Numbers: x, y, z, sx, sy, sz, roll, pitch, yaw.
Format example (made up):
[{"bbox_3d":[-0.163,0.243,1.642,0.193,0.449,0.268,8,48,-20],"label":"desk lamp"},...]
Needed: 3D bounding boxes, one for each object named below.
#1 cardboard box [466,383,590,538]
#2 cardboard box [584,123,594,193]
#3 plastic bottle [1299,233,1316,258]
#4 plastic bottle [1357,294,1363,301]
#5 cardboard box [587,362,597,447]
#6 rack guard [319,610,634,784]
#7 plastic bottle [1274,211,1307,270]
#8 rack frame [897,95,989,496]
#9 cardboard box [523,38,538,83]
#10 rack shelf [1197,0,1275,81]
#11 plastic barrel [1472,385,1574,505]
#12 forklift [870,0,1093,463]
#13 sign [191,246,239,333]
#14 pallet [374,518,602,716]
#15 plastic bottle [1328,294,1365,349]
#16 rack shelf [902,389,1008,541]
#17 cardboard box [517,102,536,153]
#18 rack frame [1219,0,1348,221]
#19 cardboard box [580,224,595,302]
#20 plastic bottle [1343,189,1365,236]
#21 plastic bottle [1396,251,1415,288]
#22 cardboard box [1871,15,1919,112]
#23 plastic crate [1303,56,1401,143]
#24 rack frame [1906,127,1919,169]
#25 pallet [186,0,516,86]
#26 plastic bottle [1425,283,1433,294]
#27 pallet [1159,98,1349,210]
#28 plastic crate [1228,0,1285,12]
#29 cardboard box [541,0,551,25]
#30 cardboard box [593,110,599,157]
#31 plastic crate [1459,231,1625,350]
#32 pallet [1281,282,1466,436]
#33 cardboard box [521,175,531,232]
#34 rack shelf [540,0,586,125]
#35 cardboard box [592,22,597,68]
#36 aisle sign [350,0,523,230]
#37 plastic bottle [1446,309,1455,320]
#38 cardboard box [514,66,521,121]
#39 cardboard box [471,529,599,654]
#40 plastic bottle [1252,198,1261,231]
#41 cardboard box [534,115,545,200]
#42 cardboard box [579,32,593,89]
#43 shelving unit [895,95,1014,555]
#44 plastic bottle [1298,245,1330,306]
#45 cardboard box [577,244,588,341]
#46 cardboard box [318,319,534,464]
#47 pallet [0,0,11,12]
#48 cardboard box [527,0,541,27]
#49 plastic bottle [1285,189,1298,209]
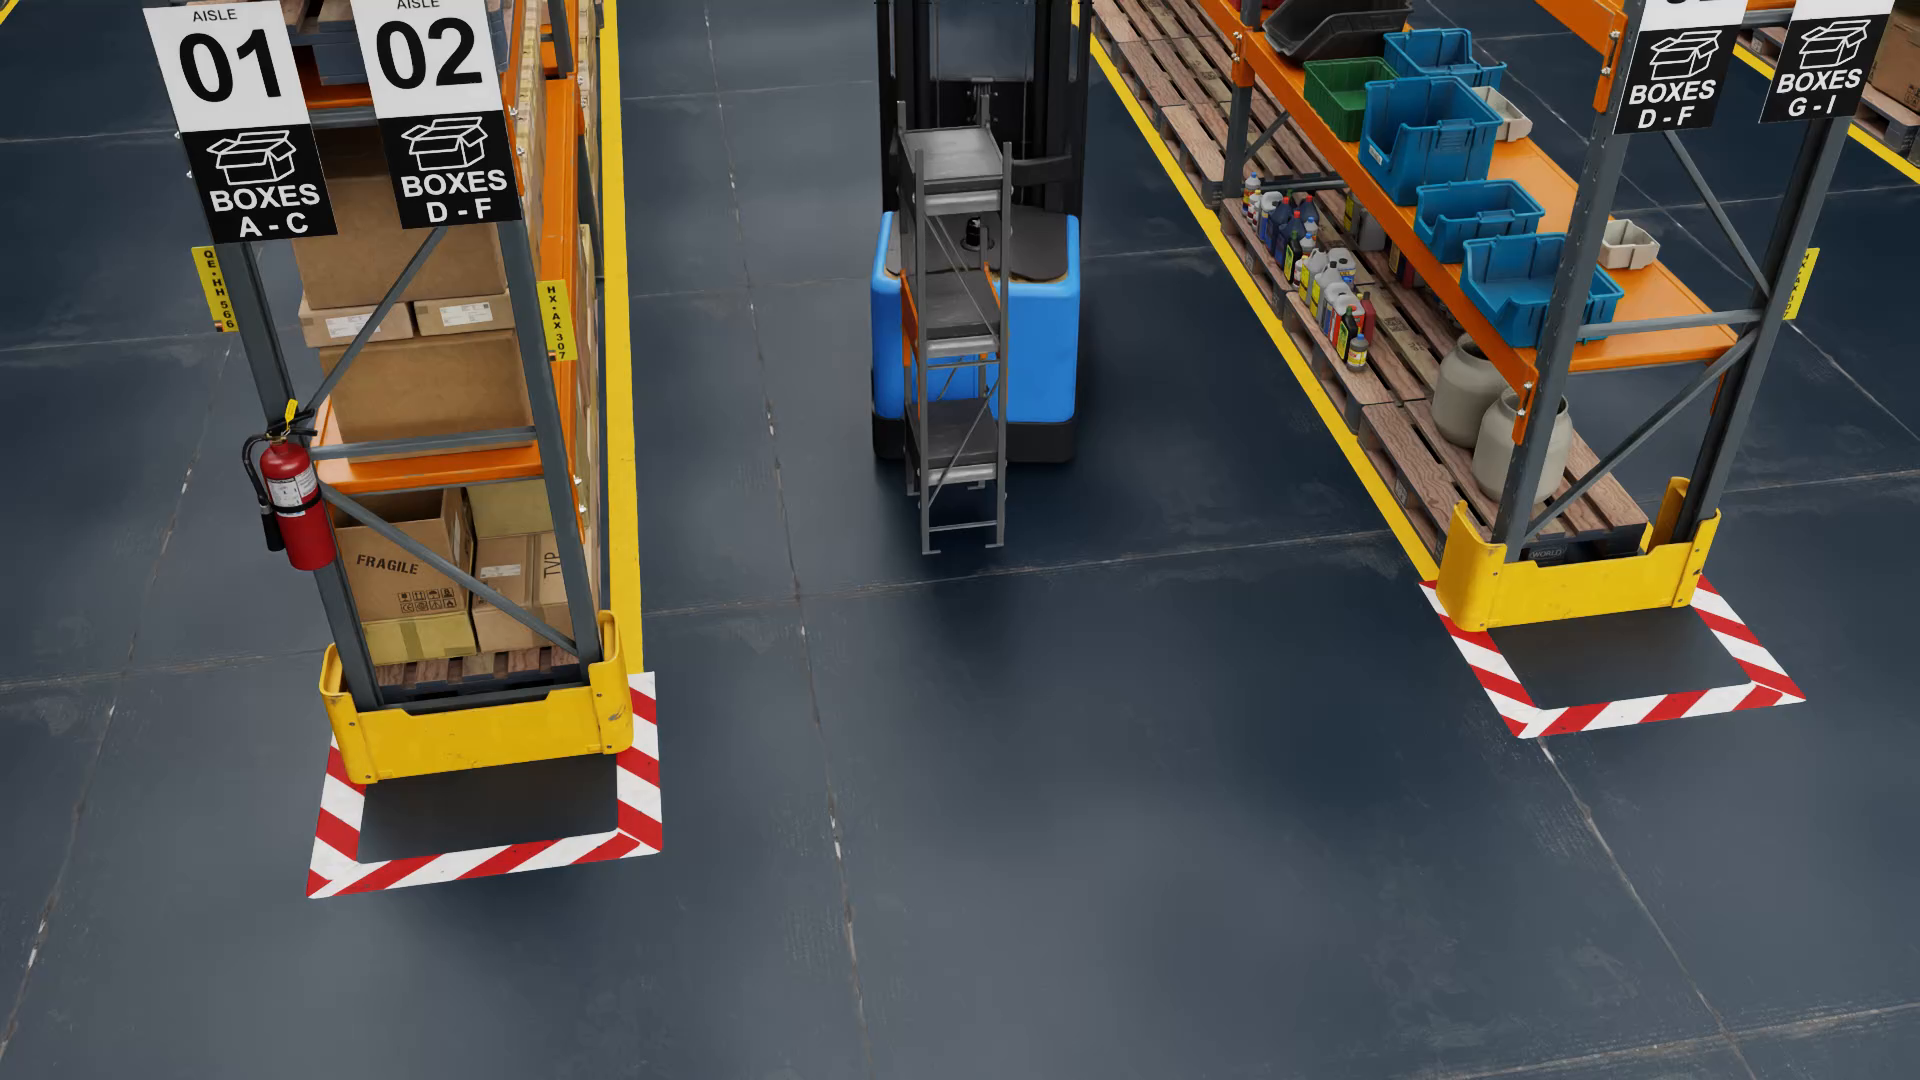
[{"bbox_3d":[-1.950,-0.378,7.479,0.500,0.500,0.500,-6,38,-8],"label":"cardboard box"},{"bbox_3d":[-2.514,-2.346,10.167,0.500,0.311,0.500,-6,38,-8],"label":"cardboard box"},{"bbox_3d":[2.019,-1.664,9.712,0.097,0.271,0.097,0,38,0],"label":"plastic bottle"},{"bbox_3d":[2.216,-1.277,9.271,0.097,0.201,0.097,0,38,0],"label":"plastic bottle"},{"bbox_3d":[-2.122,-0.686,8.487,0.500,0.250,0.500,-6,38,-8],"label":"cardboard box"},{"bbox_3d":[-1.981,0.649,6.906,1.175,0.500,0.348,-6,38,-8],"label":"rack guard"},{"bbox_3d":[1.956,-1.780,9.797,0.144,0.351,0.185,-8,39,-10],"label":"plastic bottle"},{"bbox_3d":[-0.072,-1.077,7.824,0.400,2.100,0.015,-6,38,-8],"label":"rack frame"},{"bbox_3d":[-2.252,-2.308,8.065,0.380,0.149,0.250,-6,38,-8],"label":"cardboard box"},{"bbox_3d":[1.840,-4.223,11.727,1.077,0.370,4.000,-6,38,-8],"label":"rack shelf"},{"bbox_3d":[2.701,-0.455,7.977,0.421,0.512,0.421,0,38,0],"label":"plastic barrel"},{"bbox_3d":[0.133,-2.436,8.897,1.130,2.935,3.031,1,38,2],"label":"forklift"},{"bbox_3d":[-2.522,-0.853,5.666,0.100,0.325,0.005,-6,38,-8],"label":"sign"},{"bbox_3d":[-2.161,0.292,7.602,1.003,0.211,1.213,-6,38,-8],"label":"pallet"},{"bbox_3d":[2.121,-1.198,9.109,0.152,0.276,0.135,-6,38,-8],"label":"plastic bottle"},{"bbox_3d":[-0.029,-0.366,8.072,0.431,0.518,0.480,-6,38,-8],"label":"rack shelf"},{"bbox_3d":[-2.111,-1.836,7.459,0.380,0.149,0.250,-6,38,-8],"label":"cardboard box"},{"bbox_3d":[2.190,-3.299,9.951,1.000,3.000,0.127,-6,38,-8],"label":"rack frame"},{"bbox_3d":[-2.391,-1.592,9.653,0.500,0.250,0.500,-6,38,-8],"label":"cardboard box"},{"bbox_3d":[2.445,-2.053,10.148,0.144,0.351,0.185,-6,38,-8],"label":"plastic bottle"},{"bbox_3d":[2.597,-1.620,9.646,0.061,0.283,0.133,-6,38,-8],"label":"plastic bottle"},{"bbox_3d":[6.980,-3.391,11.749,0.700,0.500,0.500,-9,39,-11],"label":"cardboard box"},{"bbox_3d":[2.150,-2.365,8.922,0.450,0.188,0.662,-6,38,-8],"label":"plastic crate"},{"bbox_3d":[7.067,-3.831,10.637,1.000,3.000,0.127,-6,38,-8],"label":"rack frame"},{"bbox_3d":[-2.084,-1.932,5.818,1.003,0.211,1.213,-6,38,-8],"label":"pallet"},{"bbox_3d":[2.749,-1.531,9.598,0.097,0.201,0.097,0,38,0],"label":"plastic bottle"},{"bbox_3d":[2.014,-2.668,11.412,1.003,0.211,1.213,-6,38,-8],"label":"pallet"},{"bbox_3d":[1.804,-3.584,10.265,0.402,0.464,0.583,-6,38,-8],"label":"plastic crate"},{"bbox_3d":[-2.641,-3.226,10.062,0.380,0.149,0.250,-6,38,-8],"label":"cardboard box"},{"bbox_3d":[-2.696,-2.740,11.131,0.500,0.250,0.500,-7,38,-9],"label":"cardboard box"},{"bbox_3d":[2.509,-1.094,7.234,0.499,0.251,0.616,-6,38,-8],"label":"plastic crate"},{"bbox_3d":[2.484,-1.049,9.328,1.003,0.211,1.213,-6,38,-8],"label":"pallet"},{"bbox_3d":[-1.976,-1.371,6.859,0.380,0.149,0.250,-7,38,-9],"label":"cardboard box"},{"bbox_3d":[-3.038,-3.692,11.044,1.077,0.370,4.000,-6,38,-8],"label":"rack shelf"},{"bbox_3d":[-2.962,-3.662,12.317,0.500,0.250,0.500,-7,38,-8],"label":"cardboard box"},{"bbox_3d":[-1.673,-1.372,5.352,0.394,0.787,0.004,-6,38,-8],"label":"aisle sign"},{"bbox_3d":[2.803,-1.375,9.340,0.097,0.271,0.097,0,38,0],"label":"plastic bottle"},{"bbox_3d":[-2.339,-2.143,7.325,0.700,0.500,0.500,-6,38,-8],"label":"cardboard box"},{"bbox_3d":[-1.861,0.220,7.321,0.500,0.250,0.500,-6,38,-8],"label":"cardboard box"},{"bbox_3d":[1.850,-2.005,10.208,0.097,0.201,0.097,0,38,0],"label":"plastic bottle"},{"bbox_3d":[-2.420,-1.919,8.094,0.700,0.500,0.500,-6,38,-7],"label":"cardboard box"},{"bbox_3d":[-2.785,-3.274,11.362,0.500,0.311,0.500,-5,38,-7],"label":"cardboard box"},{"bbox_3d":[-0.029,-0.929,7.634,0.431,2.100,0.503,-6,38,-8],"label":"shelving unit"},{"bbox_3d":[2.031,-1.523,9.466,0.144,0.351,0.185,-7,38,-8],"label":"plastic bottle"},{"bbox_3d":[-2.223,-1.283,8.644,0.500,0.500,0.500,-6,38,-8],"label":"cardboard box"},{"bbox_3d":[-2.055,-0.675,6.492,0.700,0.500,0.500,-6,38,-8],"label":"cardboard box"},{"bbox_3d":[-8.539,-4.768,14.115,1.003,0.211,1.213,-6,38,-8],"label":"pallet"},{"bbox_3d":[-2.387,-2.773,8.664,0.380,0.149,0.250,-7,38,-9],"label":"cardboard box"},{"bbox_3d":[2.003,-1.980,10.109,0.061,0.283,0.133,-6,38,-8],"label":"plastic bottle"}]
